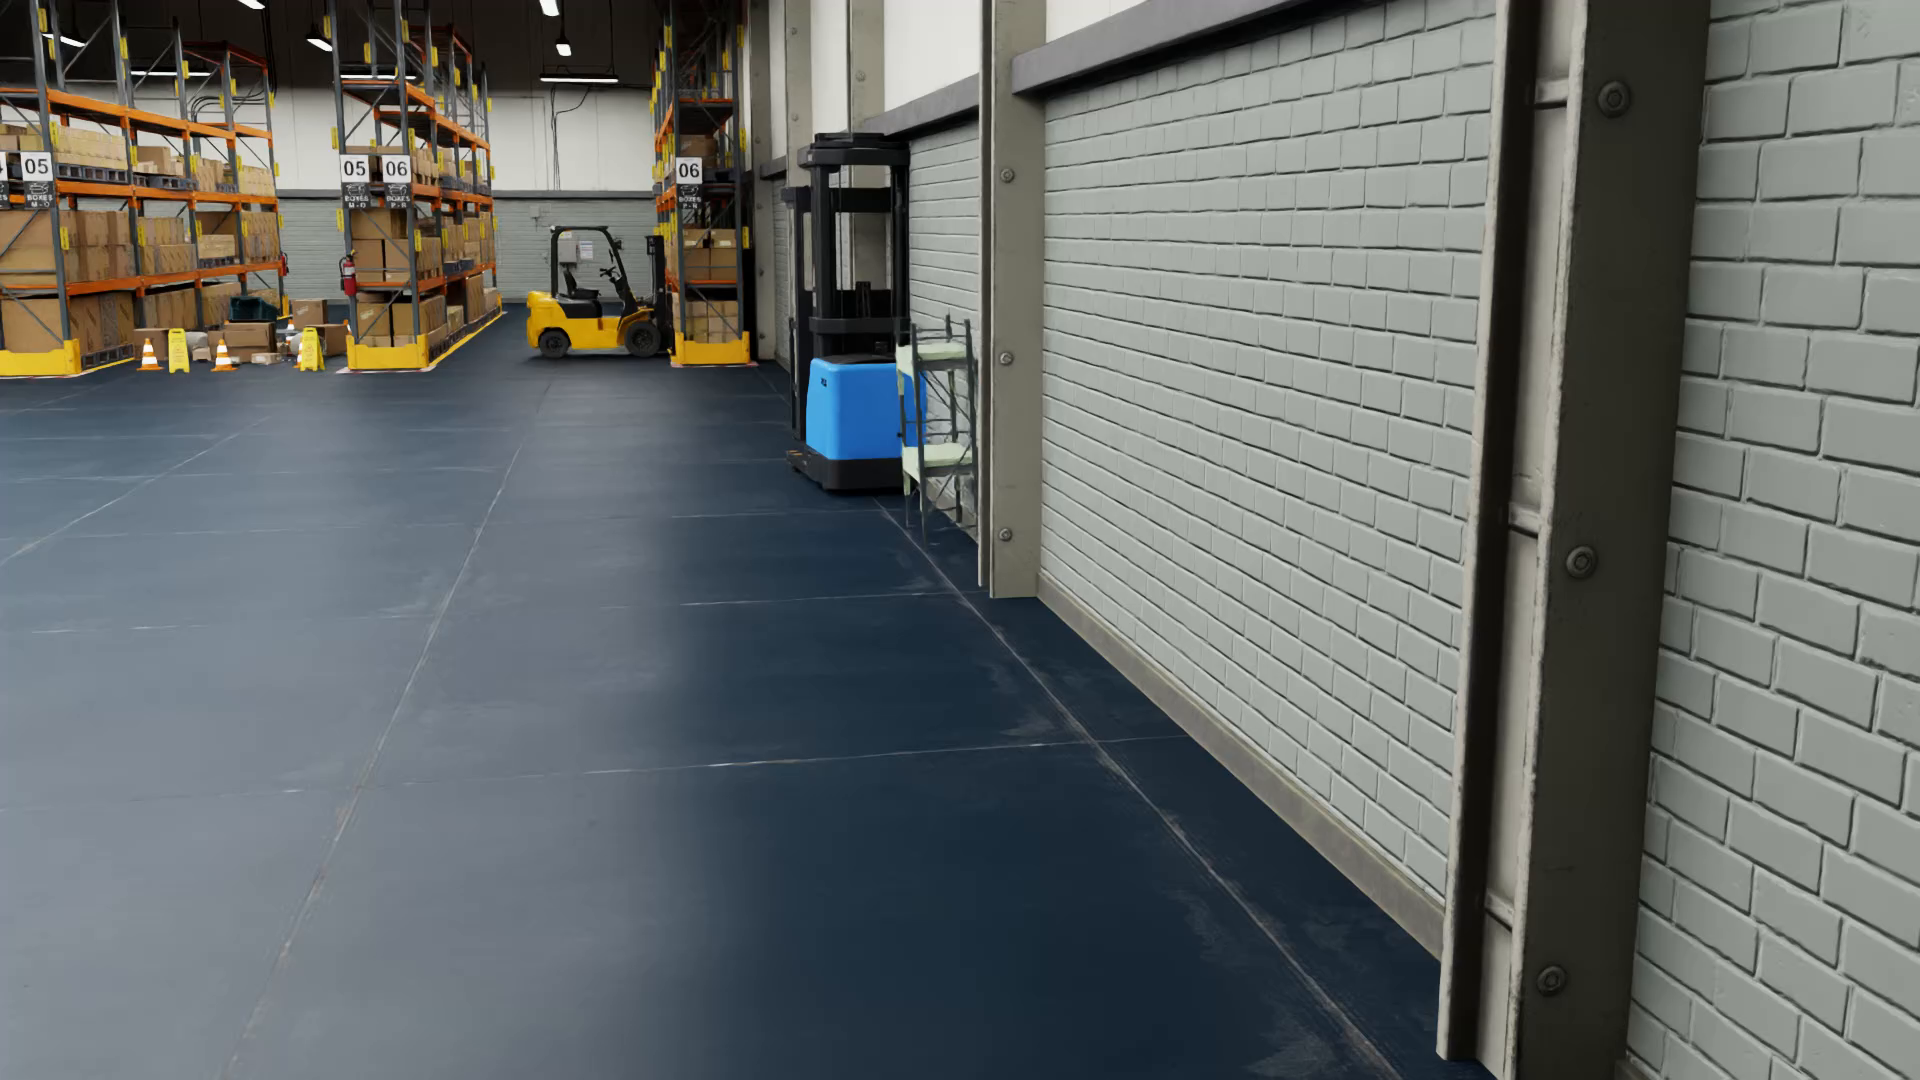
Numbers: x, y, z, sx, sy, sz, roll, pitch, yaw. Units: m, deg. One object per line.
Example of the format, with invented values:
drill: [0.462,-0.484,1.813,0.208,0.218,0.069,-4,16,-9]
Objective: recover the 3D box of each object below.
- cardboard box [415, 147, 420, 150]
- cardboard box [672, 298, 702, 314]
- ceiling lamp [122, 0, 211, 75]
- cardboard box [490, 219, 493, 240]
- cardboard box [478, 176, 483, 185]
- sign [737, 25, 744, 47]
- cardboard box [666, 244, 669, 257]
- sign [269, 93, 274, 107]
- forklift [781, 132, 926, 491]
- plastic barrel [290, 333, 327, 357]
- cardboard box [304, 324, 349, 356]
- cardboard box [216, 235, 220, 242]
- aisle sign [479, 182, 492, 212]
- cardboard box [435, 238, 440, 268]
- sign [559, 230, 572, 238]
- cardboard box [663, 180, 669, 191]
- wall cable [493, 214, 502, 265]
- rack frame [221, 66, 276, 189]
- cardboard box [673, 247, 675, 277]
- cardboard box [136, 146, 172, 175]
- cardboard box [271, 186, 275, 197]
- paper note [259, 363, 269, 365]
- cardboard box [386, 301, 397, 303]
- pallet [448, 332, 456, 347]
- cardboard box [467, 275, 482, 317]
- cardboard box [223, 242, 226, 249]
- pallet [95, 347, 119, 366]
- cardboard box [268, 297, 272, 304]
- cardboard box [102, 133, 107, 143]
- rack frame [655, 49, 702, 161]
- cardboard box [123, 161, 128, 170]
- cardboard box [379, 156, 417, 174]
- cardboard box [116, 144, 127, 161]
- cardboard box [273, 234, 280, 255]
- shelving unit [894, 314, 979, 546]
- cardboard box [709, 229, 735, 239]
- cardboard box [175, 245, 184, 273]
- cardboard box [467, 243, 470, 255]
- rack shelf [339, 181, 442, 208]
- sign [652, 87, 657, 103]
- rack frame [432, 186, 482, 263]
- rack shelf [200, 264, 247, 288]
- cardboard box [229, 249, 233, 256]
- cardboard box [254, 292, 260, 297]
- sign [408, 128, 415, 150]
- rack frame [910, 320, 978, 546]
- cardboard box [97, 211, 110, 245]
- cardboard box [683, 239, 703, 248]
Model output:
cardboard box: [-9.832,-6.816,29.402,0.500,0.250,0.500,-2,11,-10]
cardboard box: [-4.557,-3.915,27.802,0.500,0.250,0.500,-2,11,-10]
ceiling lamp: [-19.684,-13.102,40.854,2.000,3.185,0.800,-2,11,-11]
cardboard box: [-11.470,-7.429,39.764,0.500,0.500,0.500,-2,11,-11]
cardboard box: [-11.752,-8.639,40.052,0.500,0.250,0.500,-3,11,-16]
sign: [-3.402,-7.813,25.755,0.100,0.325,0.005,-2,11,-11]
cardboard box: [-5.477,-5.670,32.529,0.500,0.250,0.500,-2,11,-12]
sign: [-16.216,-10.365,39.164,0.100,0.325,0.005,-2,11,-11]
forklift: [-0.961,-2.074,14.752,1.130,2.935,3.031,-3,11,-16]
plastic barrel: [-10.703,-3.187,27.308,0.512,0.421,0.421,6,12,28]
cardboard box: [-10.721,-3.390,28.162,0.500,0.500,0.500,6,12,28]
cardboard box: [-15.464,-6.201,34.209,0.380,0.149,0.250,-3,11,-14]
aisle sign: [-11.638,-8.365,40.669,0.394,0.787,0.004,-2,11,-11]
cardboard box: [-9.157,-4.891,28.308,0.500,0.500,0.500,-2,11,-9]
sign: [-11.053,-8.588,46.585,0.339,0.242,0.001,-2,11,-11]
cardboard box: [-5.842,-7.262,34.209,0.500,0.250,0.500,-2,11,-13]
wall cable: [-13.048,-8.611,46.115,0.585,1.953,0.123,-2,11,-11]
rack frame: [-16.764,-9.812,39.180,1.000,3.000,0.127,-2,11,-11]
cardboard box: [-4.602,-4.721,28.211,0.500,0.500,0.500,-2,11,-11]
cardboard box: [-14.595,-6.867,30.072,0.500,0.500,0.500,-2,11,-11]
cardboard box: [-16.416,-8.191,39.086,0.500,0.250,0.500,-2,11,-12]
paper note: [-10.953,-2.771,26.174,0.148,0.019,0.142,-6,13,-31]
cardboard box: [-9.333,-3.586,26.738,0.500,0.500,0.500,-2,11,-9]
pallet: [-9.747,-3.635,30.231,1.003,0.211,1.213,-2,11,-11]
cardboard box: [-10.768,-5.216,35.638,0.875,0.875,0.875,-2,11,-9]
cardboard box: [-15.560,-6.150,34.741,0.380,0.149,0.250,-2,11,-13]
pallet: [-14.118,-2.927,26.512,1.003,0.211,1.213,-2,11,-11]
cardboard box: [-16.165,-5.540,38.489,0.380,0.149,0.250,-2,11,-10]
cardboard box: [-13.848,-6.420,26.530,0.380,0.149,0.250,-2,11,-11]
rack frame: [-6.282,-9.458,37.320,1.000,3.000,0.127,-2,11,-11]
cardboard box: [-14.046,-6.214,27.582,0.380,0.149,0.250,-2,11,-11]
cardboard box: [-8.653,-5.777,25.607,0.500,0.250,0.500,-2,11,-12]
cardboard box: [-14.082,-6.384,27.409,0.500,0.250,0.500,-2,11,-12]
cardboard box: [-16.424,-6.987,39.320,0.500,0.500,0.500,-2,11,-10]
shelving unit: [-0.156,-0.778,11.512,0.431,1.500,0.755,-5,12,-10]
cardboard box: [-3.804,-4.893,26.585,0.380,0.149,0.250,-2,11,-12]
cardboard box: [-14.664,-5.190,30.677,0.500,0.500,0.500,-2,11,-12]
cardboard box: [-10.328,-5.965,34.076,0.500,0.250,0.500,-2,11,-10]
rack shelf: [-9.205,-5.616,27.080,1.077,0.370,4.000,-2,11,-11]
sign: [-6.818,-9.939,37.140,0.100,0.325,0.005,-2,11,-11]
rack frame: [-11.150,-6.330,36.929,1.000,3.000,0.127,-2,11,-11]
rack shelf: [-15.597,-5.411,34.026,1.077,0.370,4.000,-2,11,-11]
cardboard box: [-15.663,-6.101,35.275,0.380,0.149,0.250,-2,11,-11]
cardboard box: [-15.985,-5.494,37.448,0.380,0.149,0.250,-2,11,-10]
sign: [-8.284,-6.051,25.108,0.100,0.325,0.005,-2,11,-11]
rack frame: [-0.088,-0.711,11.159,0.400,1.500,0.023,-5,12,-10]
cardboard box: [-14.201,-4.998,26.646,0.875,0.550,0.550,-2,11,-11]
cardboard box: [-4.290,-4.731,26.529,0.380,0.149,0.250,-2,11,-10]
